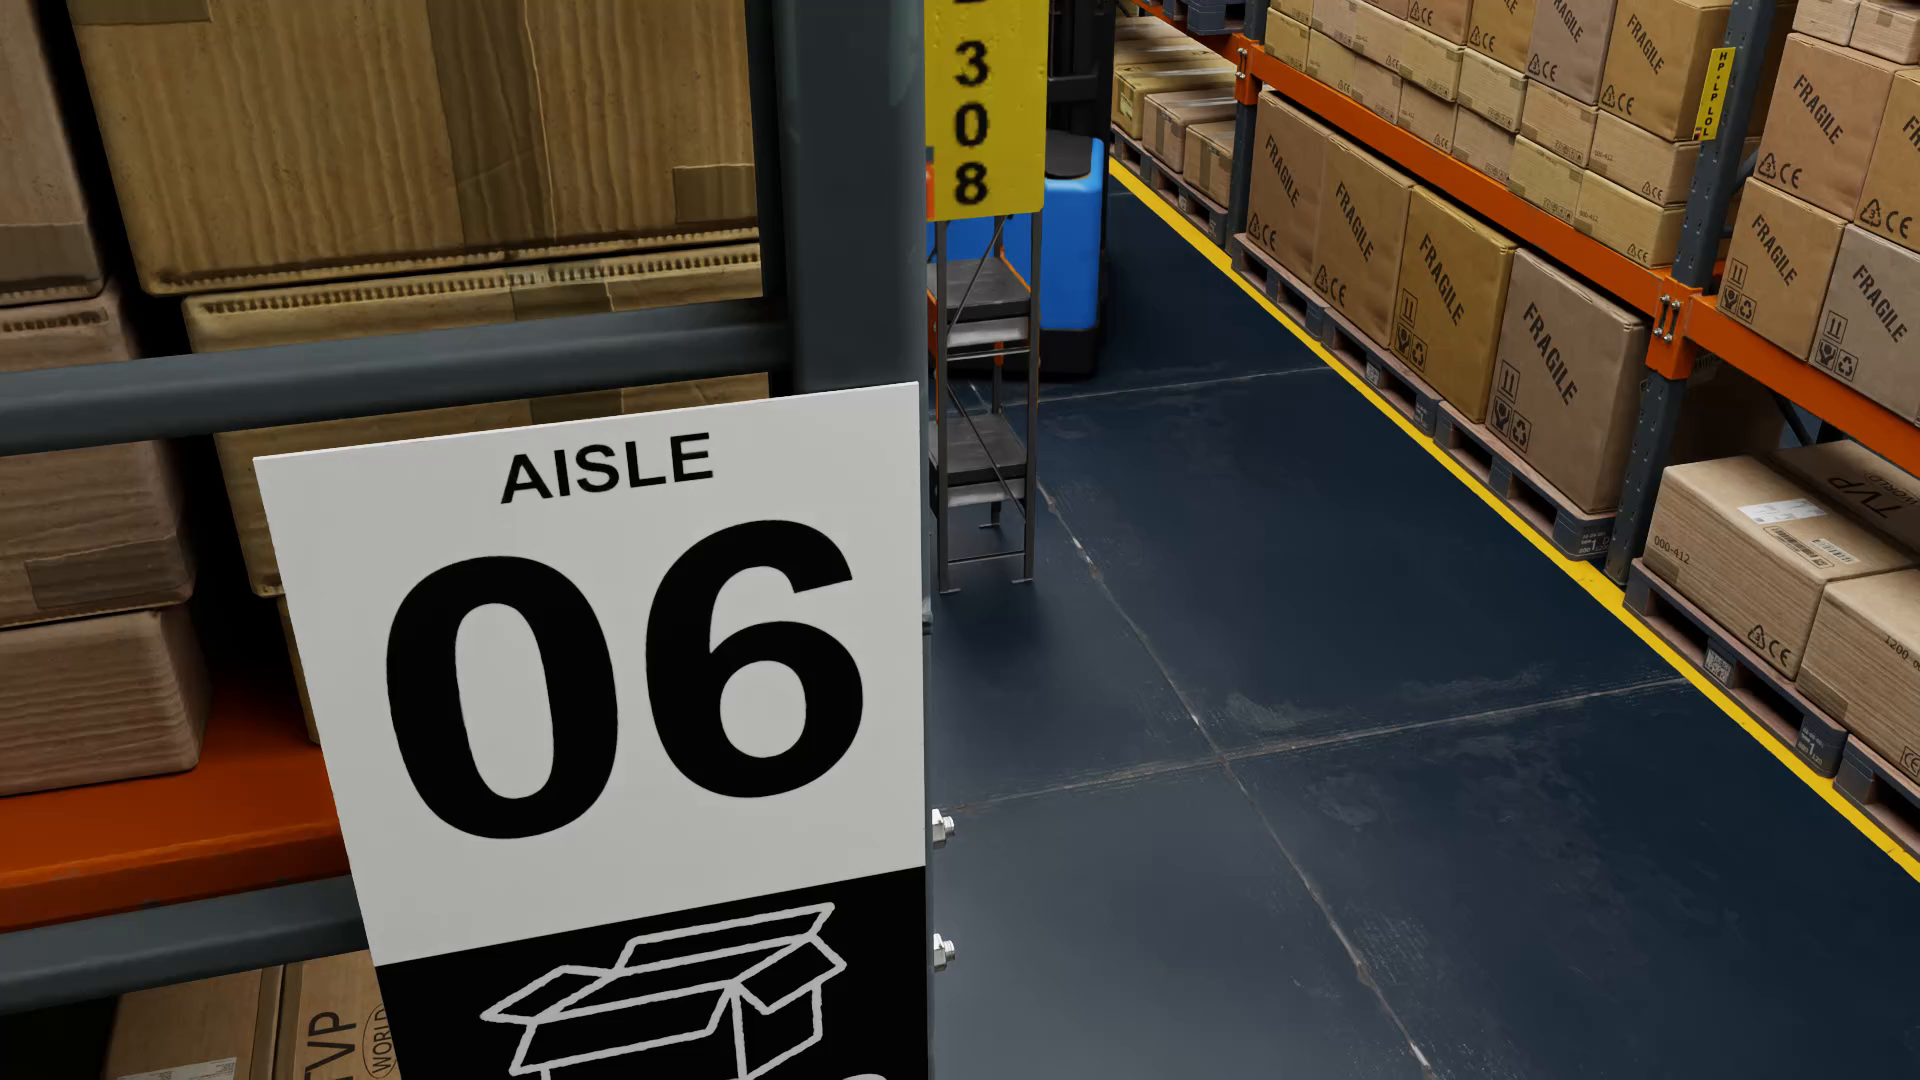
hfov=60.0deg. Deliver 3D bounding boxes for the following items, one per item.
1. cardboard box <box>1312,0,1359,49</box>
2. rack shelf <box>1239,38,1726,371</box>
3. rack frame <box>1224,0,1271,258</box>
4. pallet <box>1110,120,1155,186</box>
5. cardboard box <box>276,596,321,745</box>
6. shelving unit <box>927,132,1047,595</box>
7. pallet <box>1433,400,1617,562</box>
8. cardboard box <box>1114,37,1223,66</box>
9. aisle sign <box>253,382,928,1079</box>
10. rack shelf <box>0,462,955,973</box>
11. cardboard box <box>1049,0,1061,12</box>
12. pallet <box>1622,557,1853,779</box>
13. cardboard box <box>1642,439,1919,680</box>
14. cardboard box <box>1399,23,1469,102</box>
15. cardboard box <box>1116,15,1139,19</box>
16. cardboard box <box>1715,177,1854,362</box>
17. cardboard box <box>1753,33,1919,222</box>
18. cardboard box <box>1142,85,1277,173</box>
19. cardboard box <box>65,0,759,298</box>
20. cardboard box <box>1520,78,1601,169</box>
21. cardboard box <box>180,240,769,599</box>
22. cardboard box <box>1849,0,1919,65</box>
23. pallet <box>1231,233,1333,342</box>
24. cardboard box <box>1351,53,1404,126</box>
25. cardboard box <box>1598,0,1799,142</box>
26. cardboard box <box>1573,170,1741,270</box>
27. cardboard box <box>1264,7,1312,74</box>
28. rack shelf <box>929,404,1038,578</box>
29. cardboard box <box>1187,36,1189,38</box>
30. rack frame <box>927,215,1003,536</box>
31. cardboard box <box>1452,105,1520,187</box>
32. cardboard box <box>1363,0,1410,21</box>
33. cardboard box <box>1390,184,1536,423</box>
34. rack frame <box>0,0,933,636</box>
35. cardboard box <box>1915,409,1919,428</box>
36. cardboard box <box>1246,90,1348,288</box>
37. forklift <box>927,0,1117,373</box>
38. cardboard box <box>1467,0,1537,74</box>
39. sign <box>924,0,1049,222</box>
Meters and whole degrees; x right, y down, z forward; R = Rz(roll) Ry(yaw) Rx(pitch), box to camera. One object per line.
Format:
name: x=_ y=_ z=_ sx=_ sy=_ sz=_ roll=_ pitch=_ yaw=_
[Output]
cardboard box: x=2.176 y=-2.751 z=8.658 sx=0.500 sy=0.250 sz=0.500 roll=-7 pitch=31 yaw=-12
rack shelf: x=2.675 y=-1.849 z=8.168 sx=1.077 sy=0.370 sz=4.000 roll=-8 pitch=31 yaw=-13
rack frame: x=2.144 y=-3.126 z=9.657 sx=1.000 sy=3.000 sz=0.127 roll=-8 pitch=31 yaw=-13
pallet: x=1.618 y=-2.885 z=12.024 sx=1.003 sy=0.211 sz=1.213 roll=-8 pitch=31 yaw=-13
cardboard box: x=-0.378 y=0.025 z=1.469 sx=0.380 sy=0.149 sz=0.250 roll=-7 pitch=31 yaw=-12
shelving unit: x=0.044 y=-0.829 z=6.586 sx=0.431 sy=2.100 sz=0.503 roll=-8 pitch=31 yaw=-13
pallet: x=2.928 y=-0.350 z=7.644 sx=1.003 sy=0.211 sz=1.213 roll=-8 pitch=31 yaw=-13
cardboard box: x=1.418 y=-3.503 z=12.512 sx=0.950 sy=0.372 sz=0.625 roll=-6 pitch=31 yaw=-10
aisle sign: x=-0.216 y=0.268 z=1.198 sx=0.394 sy=0.787 sz=0.004 roll=-8 pitch=31 yaw=-13
rack shelf: x=-1.048 y=-0.554 z=2.936 sx=1.077 sy=0.370 sz=4.000 roll=-8 pitch=31 yaw=-13
cardboard box: x=0.666 y=-4.625 z=13.823 sx=0.500 sy=0.500 sz=0.500 roll=-8 pitch=31 yaw=-14
pallet: x=3.332 y=0.390 z=6.365 sx=1.003 sy=0.211 sz=1.213 roll=-8 pitch=31 yaw=-13
cardboard box: x=3.269 y=0.050 z=6.307 sx=0.875 sy=0.438 sz=0.875 roll=-8 pitch=31 yaw=-14
cardboard box: x=2.419 y=-2.261 z=7.813 sx=0.500 sy=0.250 sz=0.500 roll=-7 pitch=31 yaw=-12
cardboard box: x=1.186 y=-4.371 z=14.133 sx=0.500 sy=0.250 sz=0.500 roll=-9 pitch=31 yaw=-16
cardboard box: x=3.078 y=-0.976 z=5.843 sx=0.500 sy=0.500 sz=0.500 roll=-7 pitch=31 yaw=-12
cardboard box: x=3.098 y=-1.408 z=5.591 sx=0.500 sy=0.500 sz=0.500 roll=-8 pitch=31 yaw=-13
cardboard box: x=1.800 y=-2.800 z=11.298 sx=0.950 sy=0.372 sz=0.625 roll=-8 pitch=31 yaw=-14
cardboard box: x=-0.393 y=-0.427 z=1.353 sx=0.500 sy=0.250 sz=0.500 roll=-8 pitch=31 yaw=-14
cardboard box: x=2.714 y=-1.767 z=6.959 sx=0.500 sy=0.250 sz=0.500 roll=-7 pitch=31 yaw=-12
cardboard box: x=-0.372 y=-0.213 z=1.483 sx=0.500 sy=0.250 sz=0.500 roll=-8 pitch=31 yaw=-14
cardboard box: x=3.123 y=-1.643 z=5.348 sx=0.380 sy=0.149 sz=0.250 roll=-7 pitch=31 yaw=-13
pallet: x=2.280 y=-1.529 z=9.680 sx=1.003 sy=0.211 sz=1.213 roll=-8 pitch=31 yaw=-13
cardboard box: x=2.318 y=-2.292 z=8.365 sx=0.500 sy=0.250 sz=0.500 roll=-7 pitch=31 yaw=-12
cardboard box: x=2.845 y=-1.853 z=6.359 sx=0.500 sy=0.500 sz=0.500 roll=-7 pitch=31 yaw=-12
cardboard box: x=2.843 y=-1.313 z=6.673 sx=0.500 sy=0.250 sz=0.500 roll=-9 pitch=31 yaw=-14
cardboard box: x=2.031 y=-2.792 z=9.228 sx=0.500 sy=0.250 sz=0.500 roll=-8 pitch=31 yaw=-14
rack shelf: x=0.044 y=-0.211 z=6.943 sx=0.431 sy=0.518 sz=0.480 roll=-8 pitch=31 yaw=-13
cardboard box: x=2.110 y=-4.676 z=14.827 sx=0.500 sy=0.500 sz=0.500 roll=13 pitch=32 yaw=21
rack frame: x=-0.021 y=-0.947 z=6.789 sx=0.400 sy=2.100 sz=0.015 roll=-8 pitch=31 yaw=-13
cardboard box: x=2.594 y=-1.805 z=7.524 sx=0.500 sy=0.250 sz=0.500 roll=-9 pitch=31 yaw=-15
cardboard box: x=2.302 y=-2.841 z=8.067 sx=0.500 sy=0.500 sz=0.500 roll=-7 pitch=31 yaw=-12
cardboard box: x=2.717 y=-1.181 z=7.997 sx=0.875 sy=0.875 sz=0.875 roll=-7 pitch=31 yaw=-12
rack frame: x=-0.517 y=-1.197 z=0.335 sx=1.000 sy=3.000 sz=0.127 roll=-8 pitch=31 yaw=-13
cardboard box: x=3.333 y=-0.492 z=5.005 sx=0.500 sy=0.500 sz=0.500 roll=-8 pitch=31 yaw=-13
cardboard box: x=2.247 y=-2.044 z=9.489 sx=0.875 sy=0.875 sz=0.875 roll=-8 pitch=31 yaw=-14
forklift: x=0.318 y=-2.841 z=9.233 sx=1.130 sy=2.935 sz=3.031 roll=3 pitch=30 yaw=4
cardboard box: x=2.585 y=-2.349 z=7.217 sx=0.500 sy=0.500 sz=0.500 roll=-7 pitch=31 yaw=-12
sign: x=0.006 y=-0.349 z=0.993 sx=0.100 sy=0.325 sz=0.005 roll=-8 pitch=31 yaw=-13
